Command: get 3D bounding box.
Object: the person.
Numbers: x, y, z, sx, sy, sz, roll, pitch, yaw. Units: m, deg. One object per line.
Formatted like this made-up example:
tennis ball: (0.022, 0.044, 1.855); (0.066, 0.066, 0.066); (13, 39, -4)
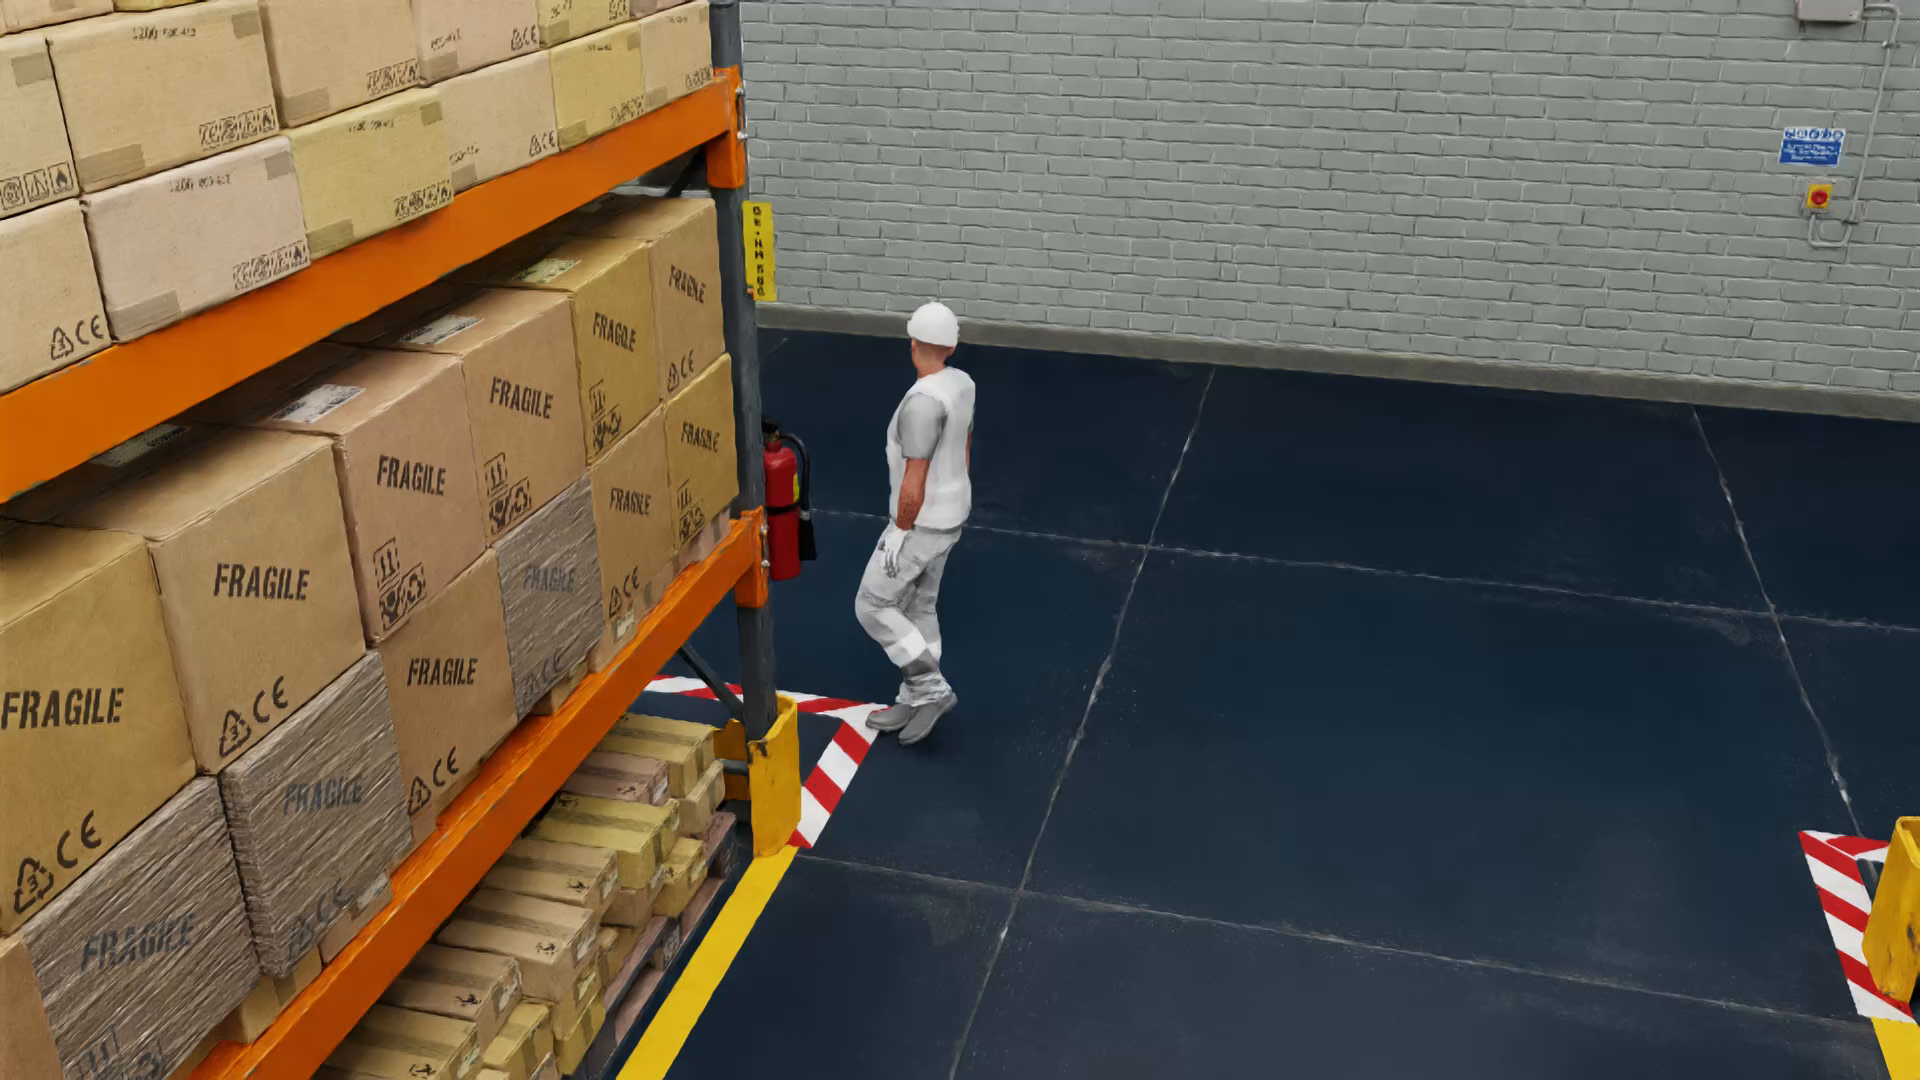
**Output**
person: (-0.180, -0.064, 6.736); (0.436, 1.776, 0.687); (5, 26, 11)
